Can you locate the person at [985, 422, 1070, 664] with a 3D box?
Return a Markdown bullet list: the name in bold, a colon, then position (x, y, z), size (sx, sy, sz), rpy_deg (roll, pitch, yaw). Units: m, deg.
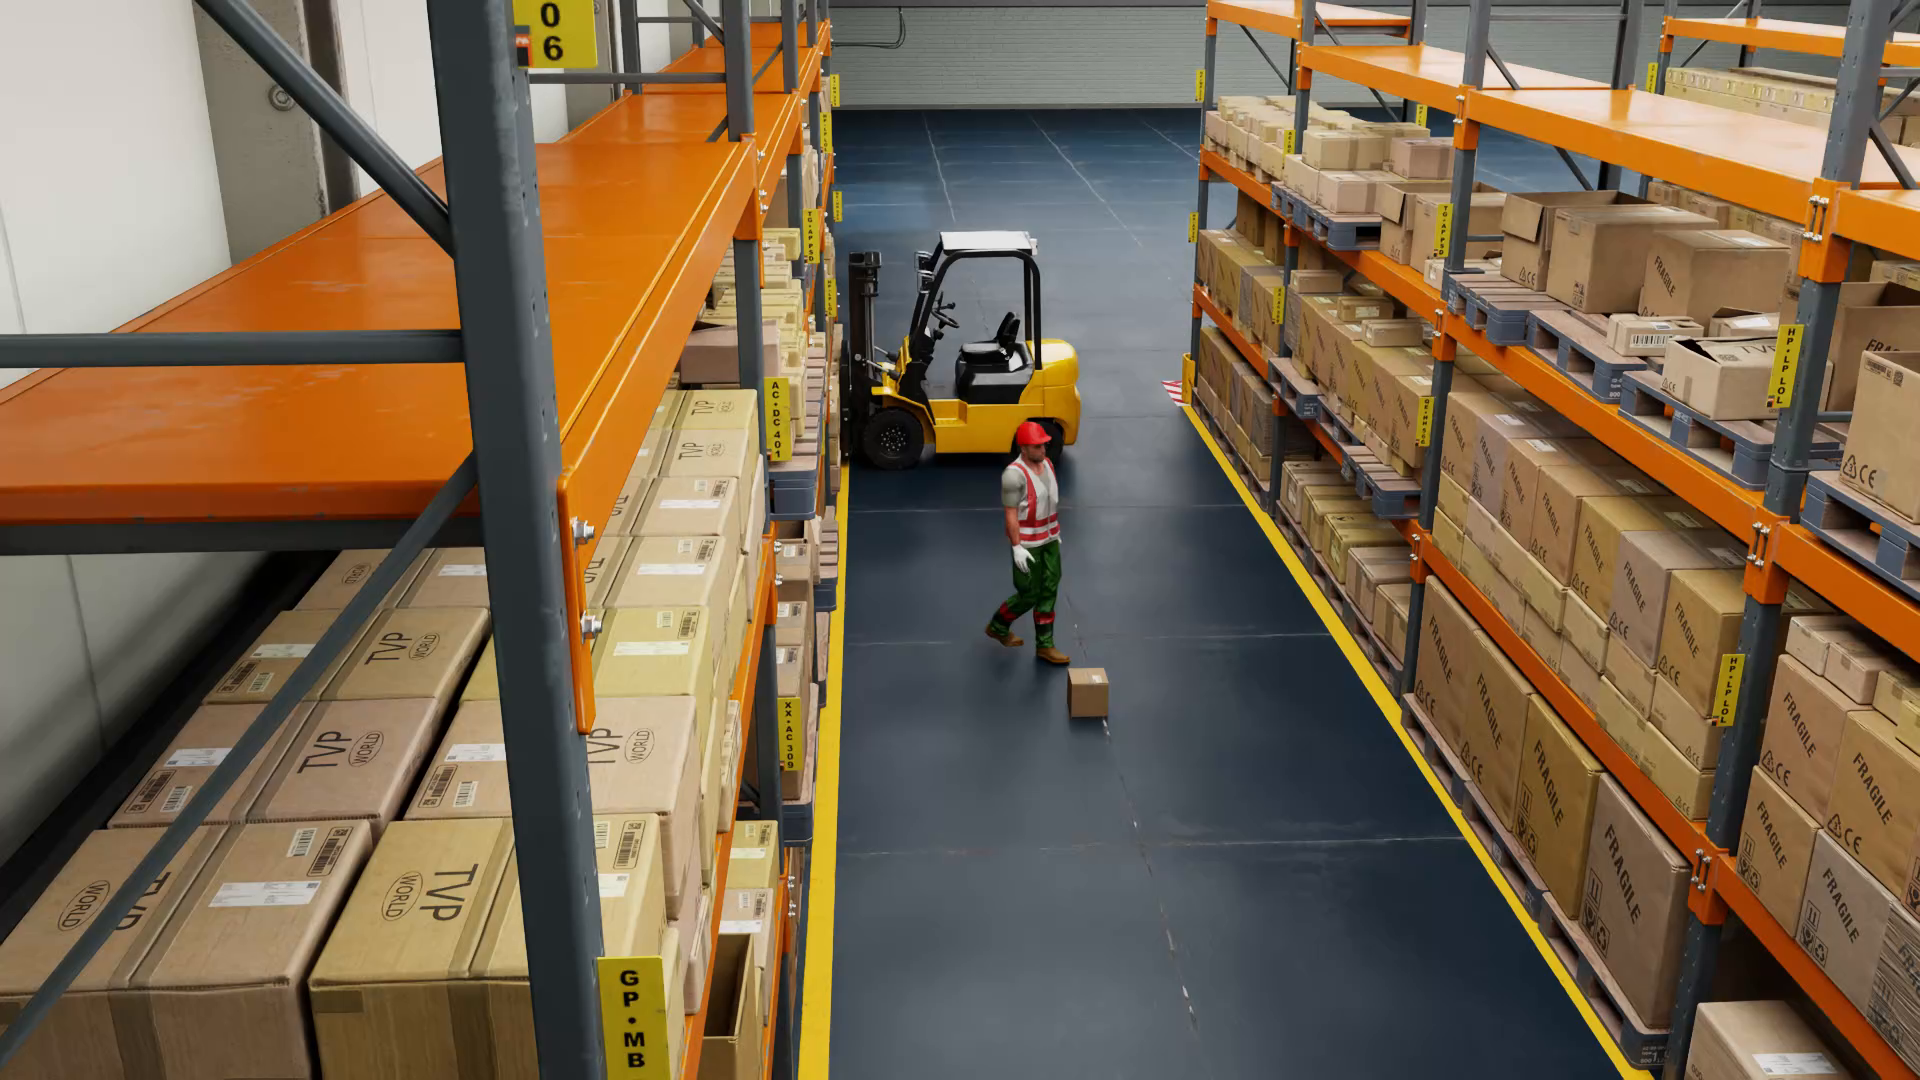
- **person**: position (0.526, 0.002, 11.886), size (0.662, 1.787, 0.583), rpy_deg (18, 27, 40)
